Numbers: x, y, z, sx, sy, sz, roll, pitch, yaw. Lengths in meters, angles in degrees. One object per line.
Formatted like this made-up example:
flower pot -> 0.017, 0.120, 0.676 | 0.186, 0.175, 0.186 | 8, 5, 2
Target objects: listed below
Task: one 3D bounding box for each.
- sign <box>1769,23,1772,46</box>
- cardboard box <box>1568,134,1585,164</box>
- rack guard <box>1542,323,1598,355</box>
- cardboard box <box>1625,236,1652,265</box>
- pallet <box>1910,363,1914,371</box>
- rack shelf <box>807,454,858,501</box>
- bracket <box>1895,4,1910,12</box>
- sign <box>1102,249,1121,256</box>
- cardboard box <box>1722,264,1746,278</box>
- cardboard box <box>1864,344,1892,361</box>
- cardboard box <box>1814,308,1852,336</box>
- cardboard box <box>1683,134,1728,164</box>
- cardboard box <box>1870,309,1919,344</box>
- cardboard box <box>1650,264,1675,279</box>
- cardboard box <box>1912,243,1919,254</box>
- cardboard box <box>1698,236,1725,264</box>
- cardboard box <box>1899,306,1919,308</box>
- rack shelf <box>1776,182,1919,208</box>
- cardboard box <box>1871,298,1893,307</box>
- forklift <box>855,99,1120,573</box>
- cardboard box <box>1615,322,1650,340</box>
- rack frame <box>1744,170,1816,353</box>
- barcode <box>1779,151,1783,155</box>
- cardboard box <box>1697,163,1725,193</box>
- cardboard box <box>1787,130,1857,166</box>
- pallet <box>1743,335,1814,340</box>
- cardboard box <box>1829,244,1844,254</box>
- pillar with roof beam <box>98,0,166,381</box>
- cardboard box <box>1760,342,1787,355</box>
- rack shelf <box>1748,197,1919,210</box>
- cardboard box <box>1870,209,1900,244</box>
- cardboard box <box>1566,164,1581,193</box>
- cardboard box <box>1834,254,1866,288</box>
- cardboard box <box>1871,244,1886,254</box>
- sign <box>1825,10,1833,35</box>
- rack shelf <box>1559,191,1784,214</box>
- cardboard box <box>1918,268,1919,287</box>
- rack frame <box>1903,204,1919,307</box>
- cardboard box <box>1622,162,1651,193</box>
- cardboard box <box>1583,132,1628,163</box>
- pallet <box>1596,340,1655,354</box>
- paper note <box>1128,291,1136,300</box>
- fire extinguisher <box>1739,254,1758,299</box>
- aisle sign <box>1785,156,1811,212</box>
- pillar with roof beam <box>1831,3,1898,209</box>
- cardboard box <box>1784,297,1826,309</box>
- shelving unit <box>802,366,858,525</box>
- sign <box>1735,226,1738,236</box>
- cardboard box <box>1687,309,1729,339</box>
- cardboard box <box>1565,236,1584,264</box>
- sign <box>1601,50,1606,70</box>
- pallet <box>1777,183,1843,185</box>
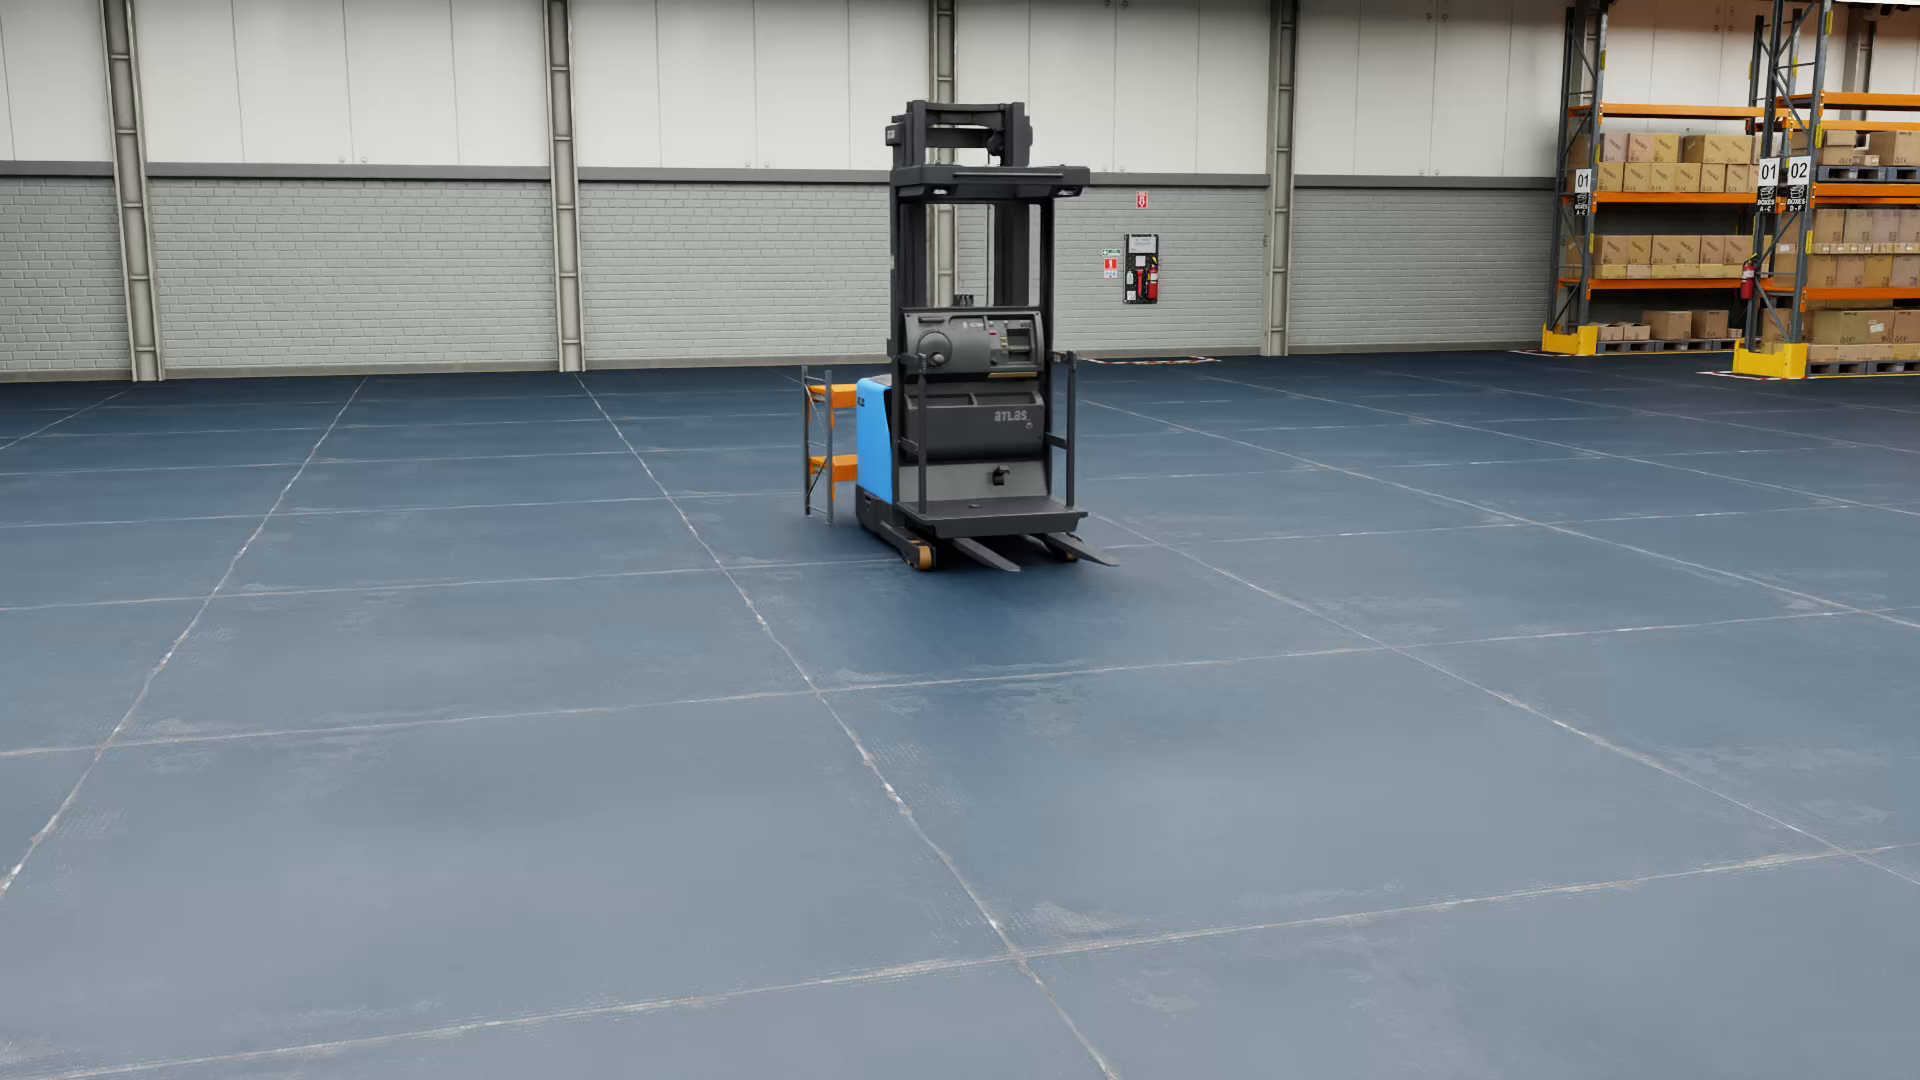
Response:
sign -> 12.075, -7.514, 24.707 | 0.005, 0.325, 0.100 | -3, 11, -16
cardboard box -> 11.166, -6.924, 29.495 | 0.500, 0.500, 0.500 | -3, 11, -13
rack guard -> 10.898, -3.605, 29.749 | 0.348, 0.500, 1.175 | -3, 11, -16
cardboard box -> 11.844, -5.131, 29.420 | 0.500, 0.500, 0.500 | -3, 11, -16
pallet -> 15.278, -2.768, 25.998 | 1.213, 0.211, 1.003 | -3, 11, -16
rack shelf -> -0.597, -0.502, 12.516 | 1.000, 0.278, 0.538 | -5, 12, -27
bracket -> 17.514, -10.000, 31.070 | 0.430, 0.232, 0.235 | -3, 11, -16
sign -> 2.558, -4.861, 28.106 | 0.331, 0.109, 0.001 | -3, 11, -16
cardboard box -> 13.815, -4.869, 30.068 | 0.500, 0.250, 0.500 | -3, 11, -16
cardboard box -> 13.749, -2.864, 25.252 | 0.500, 0.250, 0.500 | -3, 11, -16
cardboard box -> 13.601, -3.325, 25.686 | 0.500, 0.500, 0.500 | -3, 11, -16
cardboard box -> 13.238, -6.929, 29.521 | 0.500, 0.500, 0.500 | -3, 11, -18
cardboard box -> 14.231, -3.257, 25.316 | 0.500, 0.500, 0.500 | -3, 11, -16
cardboard box -> 12.367, -4.790, 29.639 | 0.500, 0.250, 0.500 | -3, 11, -17
cardboard box -> 14.379, -4.411, 25.157 | 0.250, 0.149, 0.380 | -3, 11, -14
cardboard box -> 13.334, -5.210, 29.853 | 0.500, 0.500, 0.500 | -3, 11, -18
cardboard box -> 15.043, -3.400, 26.091 | 0.500, 0.500, 0.500 | -3, 11, -16
rack shelf -> 14.133, -5.192, 25.169 | 4.000, 0.370, 1.077 | -3, 11, -16
cardboard box -> 17.264, -4.528, 31.475 | 0.500, 0.250, 0.500 | -3, 11, -15
forklift -> 0.160, -1.325, 10.650 | 1.130, 2.935, 3.031 | -3, 11, -17
cardboard box -> 12.062, -3.773, 29.968 | 0.500, 0.311, 0.500 | -2, 11, -11
rack frame -> 12.213, -3.970, 24.825 | 0.127, 3.000, 1.000 | -3, 11, -16
barcode -> 12.368, -5.830, 25.040 | 0.075, 0.075, 0.001 | -3, 11, -16
cardboard box -> 13.239, -6.441, 29.632 | 0.500, 0.500, 0.500 | -3, 11, -18
cardboard box -> 12.766, -5.800, 24.648 | 0.637, 0.503, 0.797 | -2, 11, -12
pallet -> 15.412, -3.701, 31.069 | 1.213, 0.211, 1.003 | -3, 11, -16
cardboard box -> 12.903, -4.334, 24.737 | 0.250, 0.149, 0.380 | -3, 11, -17
pillar with roof beam -> -10.585, -6.004, 19.306 | 0.400, 9.000, 9.100 | -3, 11, -16
cardboard box -> 12.645, -2.903, 25.463 | 0.500, 0.250, 0.500 | -3, 11, -16
rack shelf -> 16.586, -6.256, 30.945 | 4.000, 0.370, 1.077 | -3, 11, -16
cardboard box -> 13.703, -4.734, 25.119 | 0.500, 0.500, 0.700 | -3, 11, -16
cardboard box -> 11.155, -6.430, 29.573 | 0.500, 0.500, 0.500 | -2, 11, -12
cardboard box -> 13.168, -4.068, 25.082 | 0.500, 0.500, 0.700 | -3, 11, -14
cardboard box -> 13.641, -4.373, 24.947 | 0.250, 0.149, 0.380 | -3, 11, -18
sign -> 12.362, -7.361, 23.658 | 0.005, 0.325, 0.100 | -3, 11, -16
rack shelf -> 12.745, -6.053, 29.845 | 4.000, 0.370, 1.077 | -3, 11, -16
cardboard box -> 14.642, -4.145, 25.503 | 0.500, 0.500, 0.700 | -3, 11, -15
rack frame -> 18.506, -5.236, 31.701 | 0.127, 3.000, 1.000 | -3, 11, -16
cardboard box -> 11.741, -6.359, 29.189 | 0.500, 0.500, 0.500 | -2, 11, -12
cardboard box -> 11.262, -6.834, 29.006 | 0.500, 0.500, 0.500 | -4, 11, -20
pallet -> 11.688, -3.498, 29.965 | 1.213, 0.211, 1.003 | -3, 11, -16
paper note -> 2.922, -4.164, 28.315 | 0.142, 0.148, 0.016 | -3, 11, -16
fire extinguisher -> 11.970, -4.007, 25.239 | 0.183, 0.674, 0.296 | -3, 11, -16
aisle sign -> 12.235, -5.192, 24.283 | 0.004, 0.787, 0.394 | -3, 11, -16
pillar with roof beam -> 18.219, -7.522, 27.552 | 0.548, 9.000, 9.100 | -3, 11, -16
cardboard box -> 15.789, -4.452, 31.063 | 0.500, 0.250, 0.500 | -3, 11, -17
shelving unit -> -0.597, -0.742, 12.472 | 1.048, 1.125, 0.538 | -5, 12, -27
sign -> 14.507, -5.699, 31.020 | 0.005, 0.325, 0.100 | -3, 11, -16
cardboard box -> 13.680, -3.961, 30.465 | 0.500, 0.500, 0.500 | -4, 11, -20
cardboard box -> 11.218, -5.196, 29.776 | 0.500, 0.500, 0.500 | -3, 11, -17
sign -> 10.976, -8.185, 28.355 | 0.005, 0.325, 0.100 | -3, 11, -16
pallet -> 15.288, -6.429, 30.416 | 1.003, 0.211, 1.213 | -3, 11, -16
